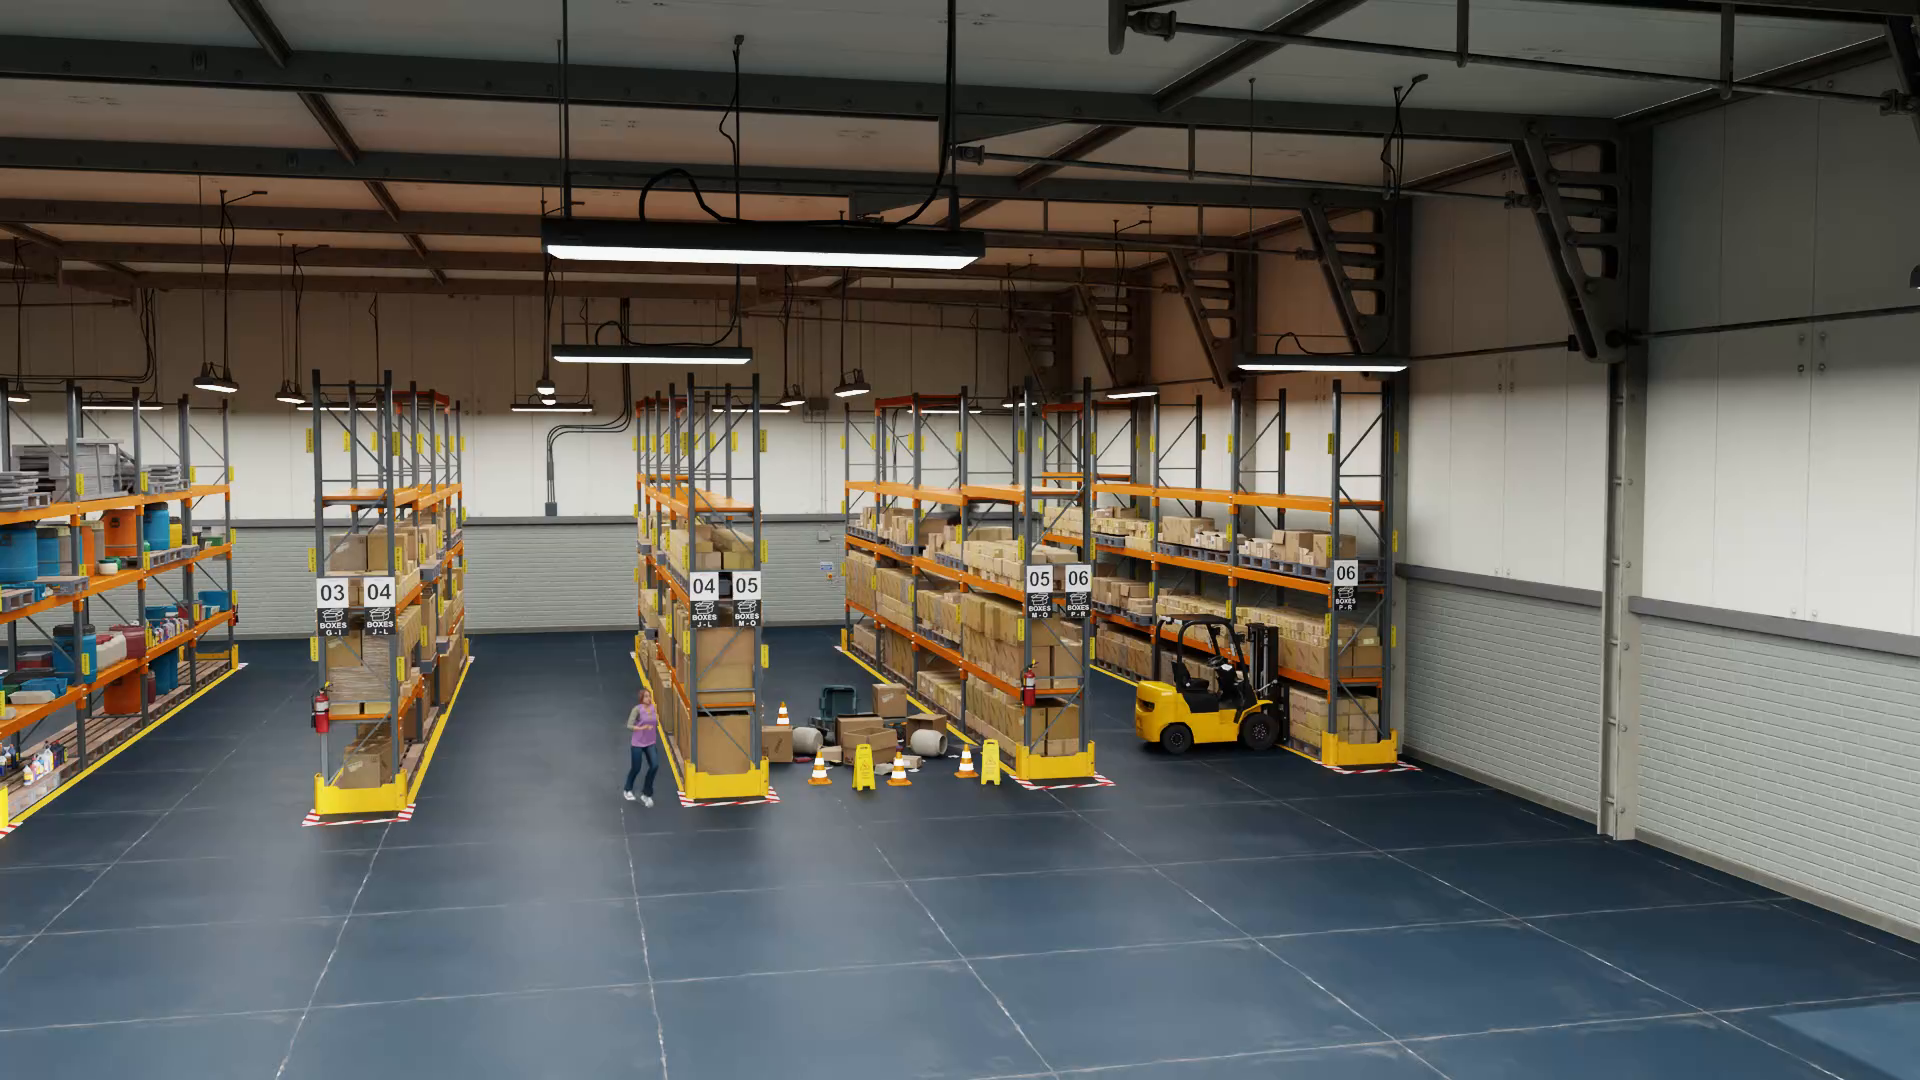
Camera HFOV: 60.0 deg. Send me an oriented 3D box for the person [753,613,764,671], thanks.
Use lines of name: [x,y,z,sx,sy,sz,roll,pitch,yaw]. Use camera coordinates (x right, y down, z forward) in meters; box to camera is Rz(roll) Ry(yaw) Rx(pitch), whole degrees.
person: [-4.568,2.095,36.209,0.570,1.670,1.062,-1,3,-18]

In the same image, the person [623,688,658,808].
person: [-4.396,2.889,23.067,0.532,1.626,0.684,-3,4,-42]

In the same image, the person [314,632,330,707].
person: [-11.912,2.302,31.581,0.733,1.755,0.812,-1,3,-15]
